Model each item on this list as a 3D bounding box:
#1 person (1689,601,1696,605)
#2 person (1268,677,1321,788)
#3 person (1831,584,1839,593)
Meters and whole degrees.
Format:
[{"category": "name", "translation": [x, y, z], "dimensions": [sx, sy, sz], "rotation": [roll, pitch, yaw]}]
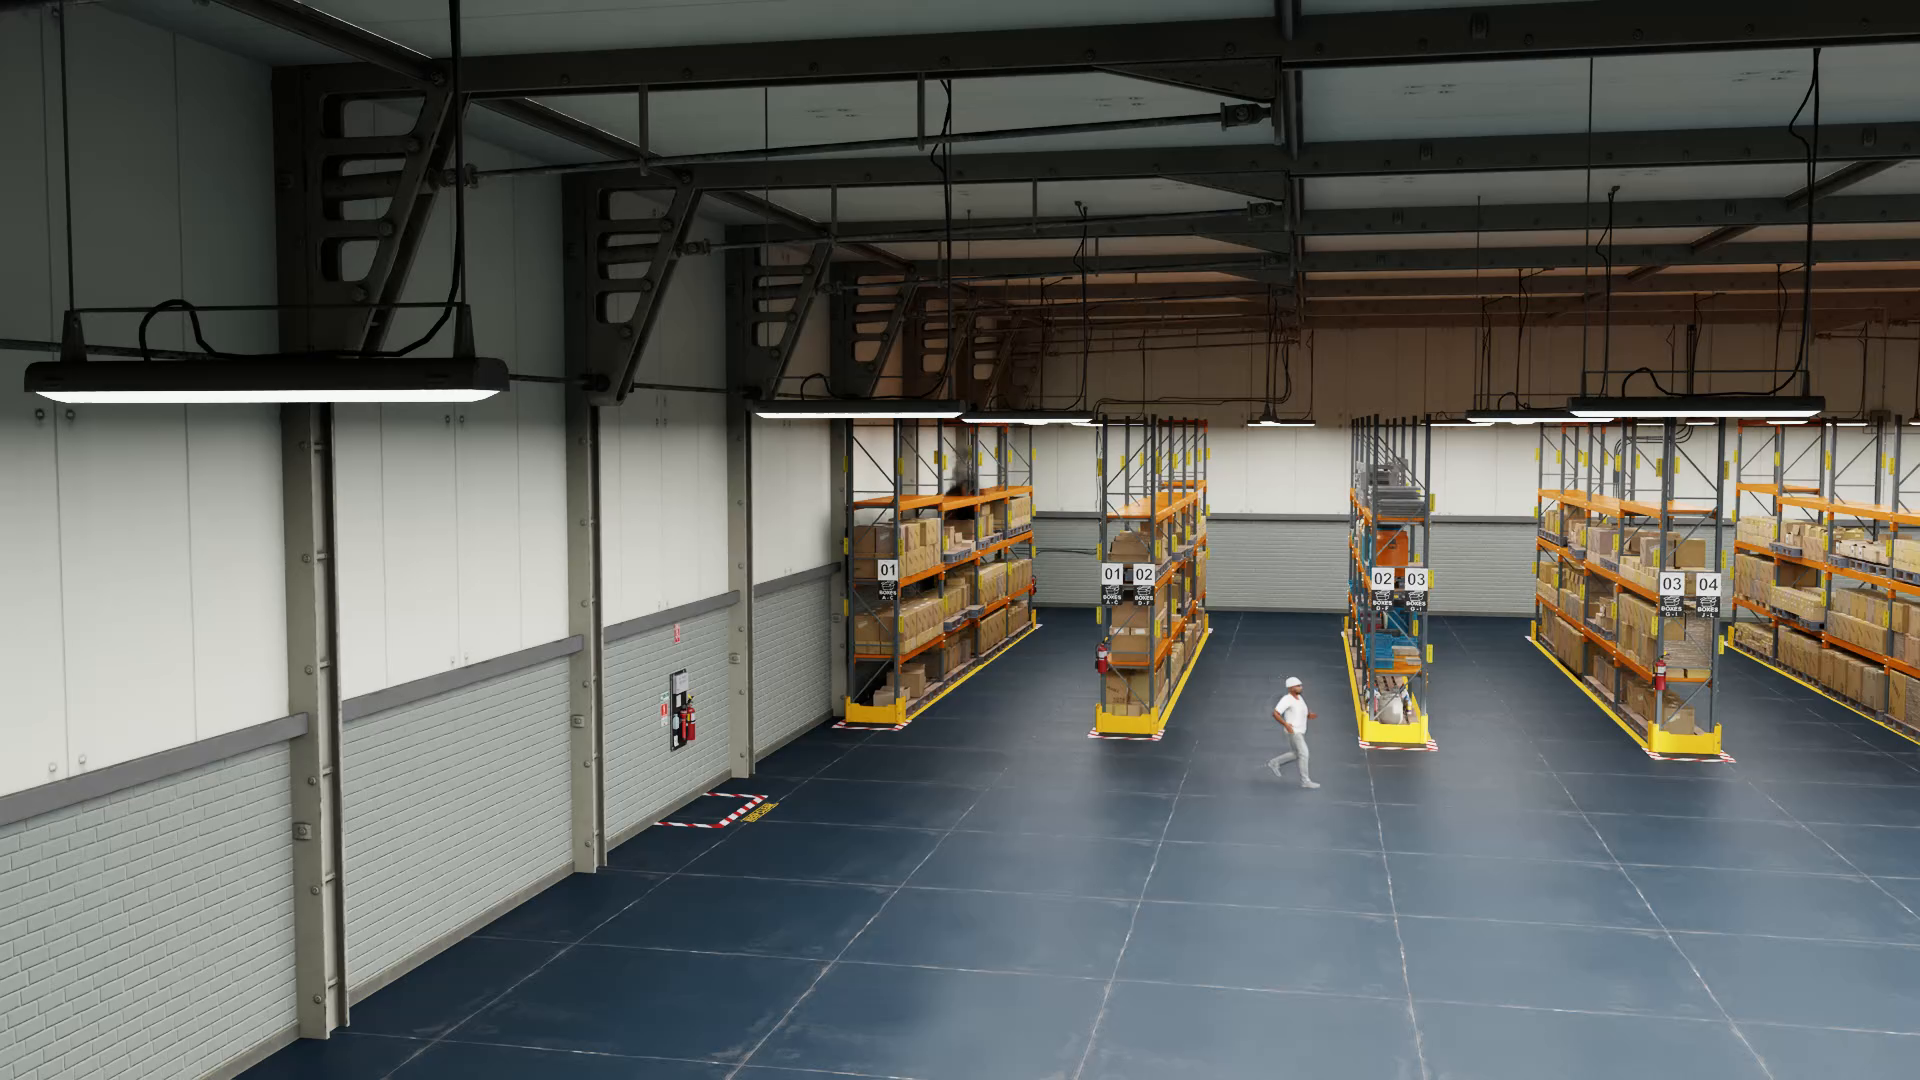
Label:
[{"category": "person", "translation": [19.143, 1.937, 43.979], "dimensions": [0.691, 1.727, 0.558], "rotation": [2, 4, 28]}, {"category": "person", "translation": [5.347, 3.068, 26.617], "dimensions": [0.933, 1.747, 0.713], "rotation": [2, 4, 32]}, {"category": "person", "translation": [22.004, 2.045, 41.912], "dimensions": [0.634, 1.837, 0.892], "rotation": [1, 4, 10]}]
